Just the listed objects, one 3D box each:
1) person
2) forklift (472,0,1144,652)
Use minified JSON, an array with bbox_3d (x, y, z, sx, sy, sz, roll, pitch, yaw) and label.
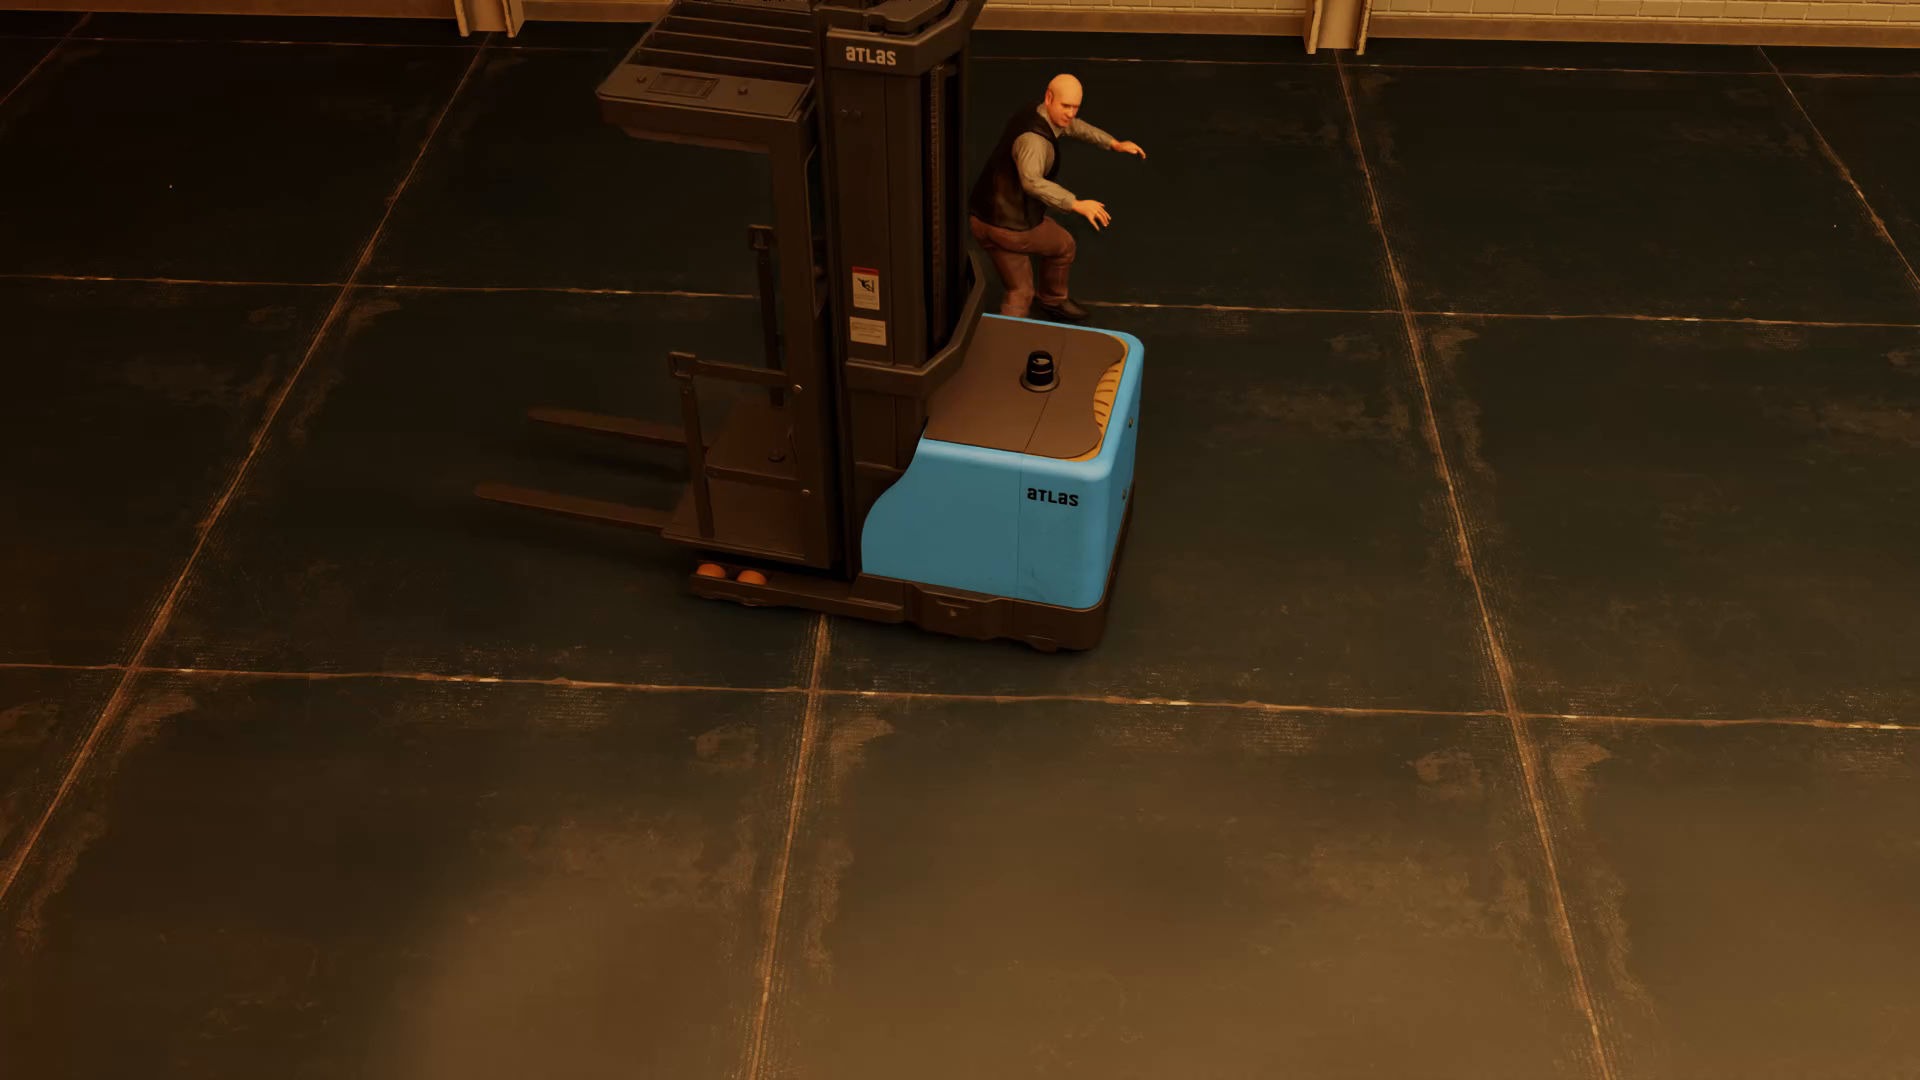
[{"bbox_3d":[0.561,-1.634,8.593,1.065,1.530,0.909,-19,46,-20],"label":"person"},{"bbox_3d":[-0.749,-1.117,6.966,3.031,2.935,1.130,9,43,10],"label":"forklift"}]
